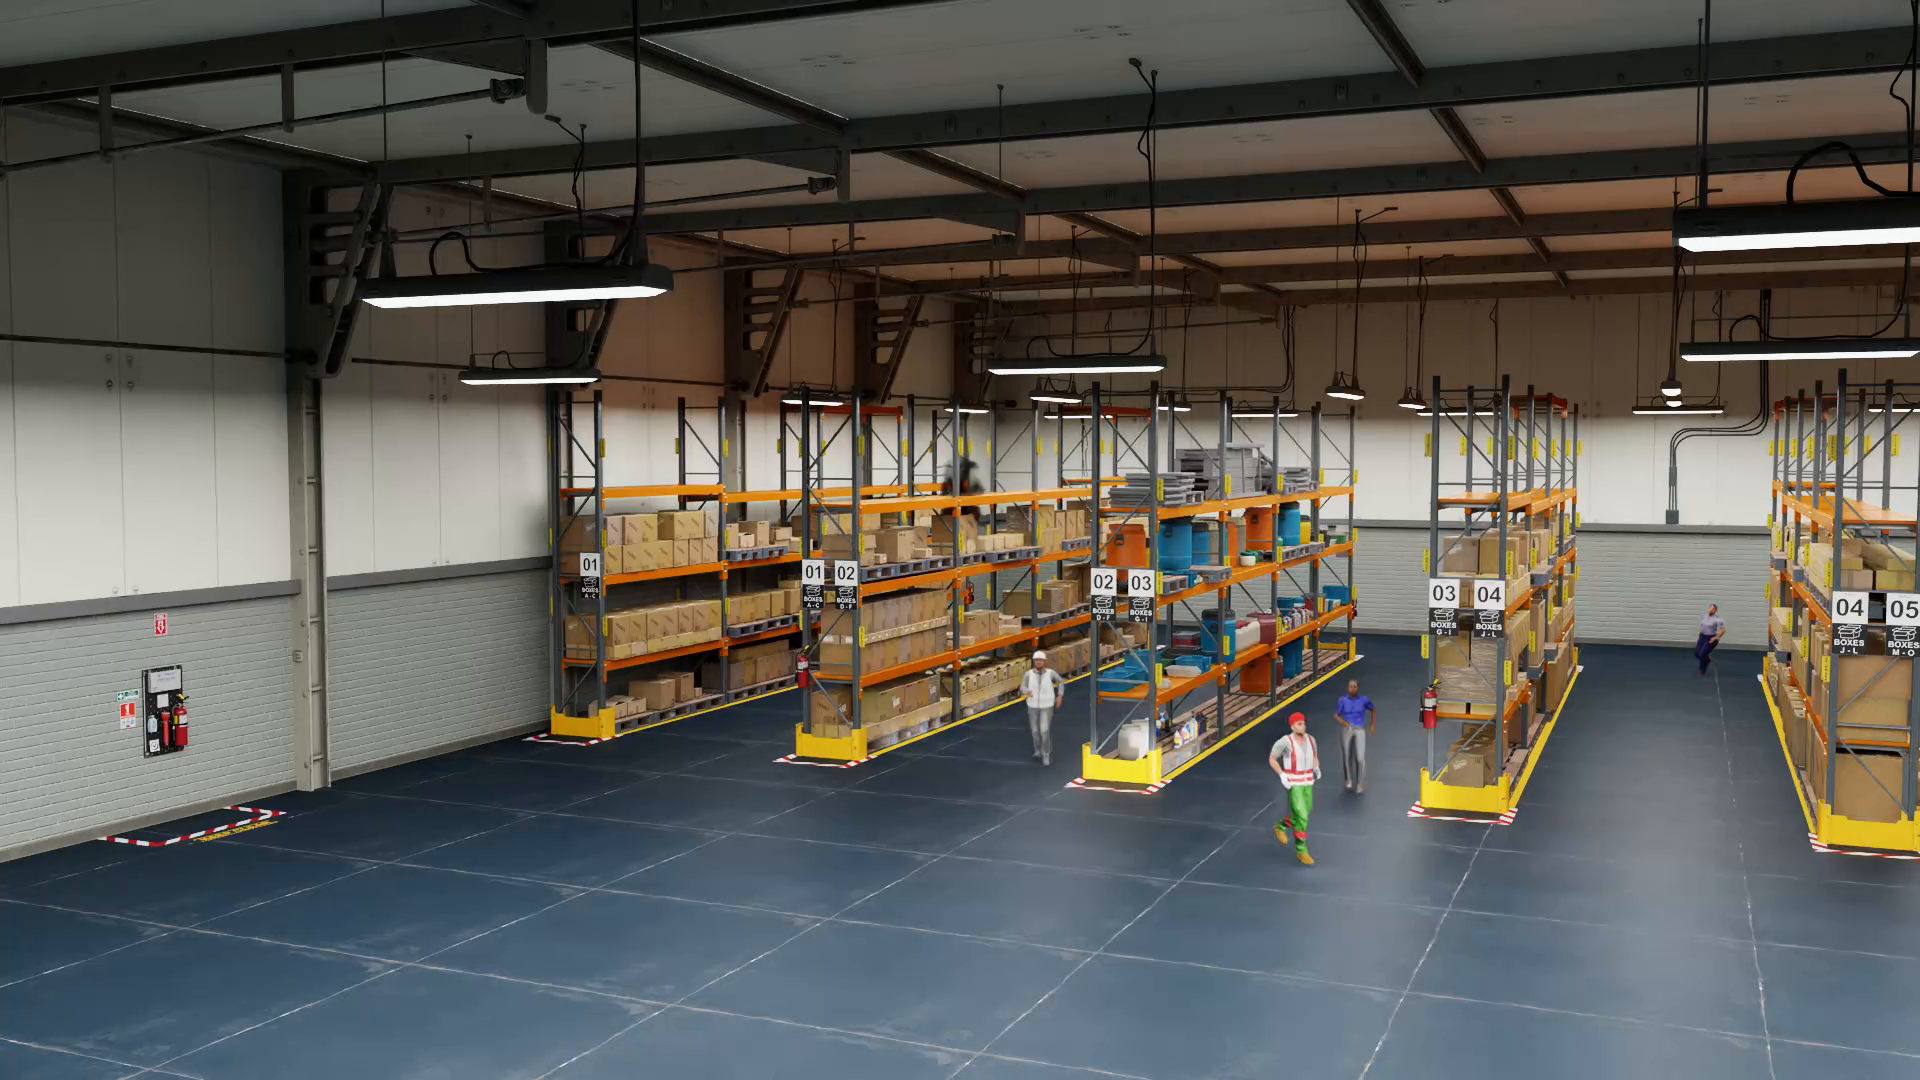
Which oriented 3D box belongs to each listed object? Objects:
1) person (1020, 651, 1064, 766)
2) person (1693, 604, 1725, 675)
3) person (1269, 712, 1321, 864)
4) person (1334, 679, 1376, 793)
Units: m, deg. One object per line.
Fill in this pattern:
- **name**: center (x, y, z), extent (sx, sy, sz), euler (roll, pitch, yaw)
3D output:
- **person**: center (1.282, 2.679, 26.384), extent (0.675, 1.850, 0.739), euler (1, 3, 14)
- **person**: center (16.563, 2.194, 36.672), extent (0.566, 1.583, 0.685), euler (-2, 4, -29)
- **person**: center (4.089, 2.984, 20.311), extent (0.646, 1.795, 0.836), euler (-2, 4, -26)
- **person**: center (5.735, 2.860, 24.166), extent (0.601, 1.691, 0.695), euler (1, 3, 12)
